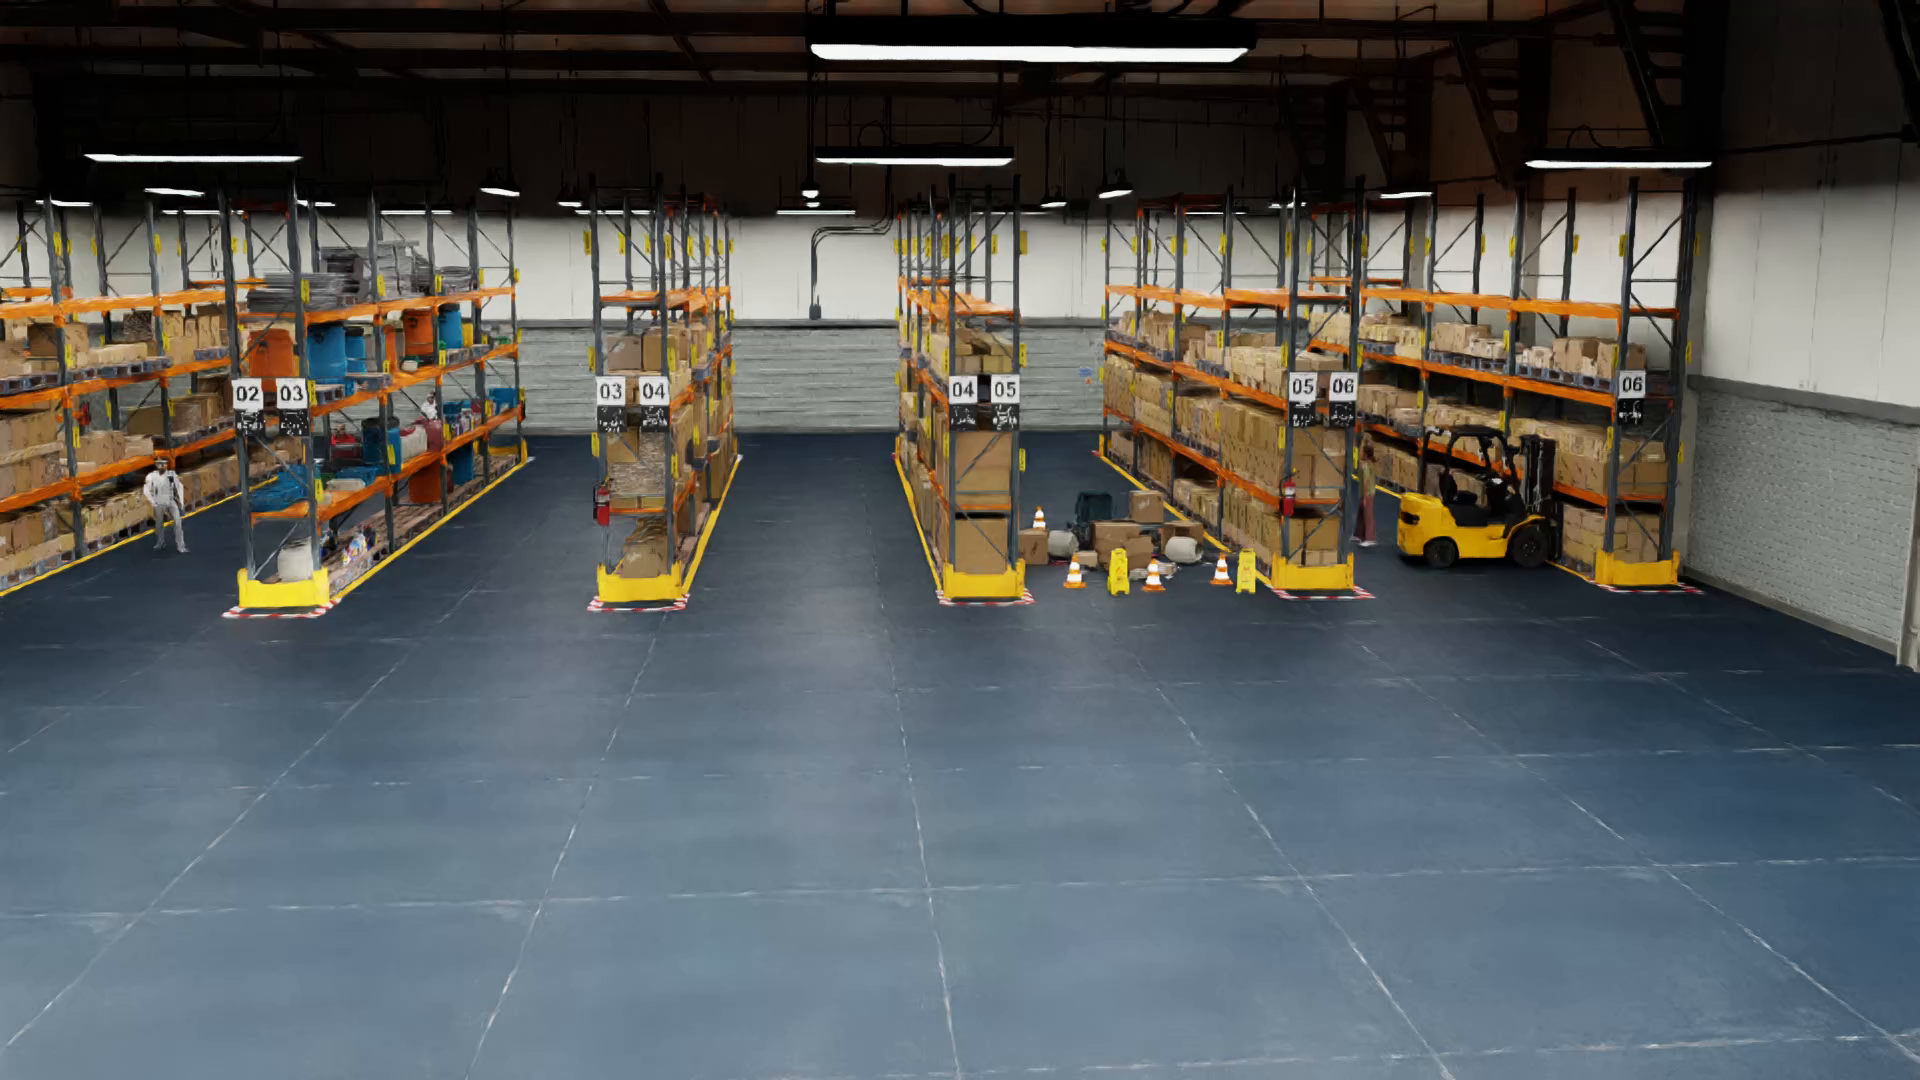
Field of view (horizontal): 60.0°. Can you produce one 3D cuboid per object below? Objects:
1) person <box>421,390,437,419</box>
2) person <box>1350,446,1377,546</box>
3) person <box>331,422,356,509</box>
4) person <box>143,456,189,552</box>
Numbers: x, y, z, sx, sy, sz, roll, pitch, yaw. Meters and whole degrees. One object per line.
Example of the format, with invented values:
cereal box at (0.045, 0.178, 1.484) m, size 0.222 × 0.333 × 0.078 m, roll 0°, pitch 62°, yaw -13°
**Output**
person at (-12.333, -2.673, 38.895) m, size 0.544 × 1.669 × 1.111 m, roll 0°, pitch 10°, yaw -2°
person at (6.827, -0.770, 28.187) m, size 0.589 × 1.664 × 0.625 m, roll 5°, pitch 11°, yaw 26°
person at (-11.917, -1.457, 32.123) m, size 0.542 × 1.645 × 1.126 m, roll 0°, pitch 10°, yaw -2°
person at (-13.135, -0.612, 27.481) m, size 0.621 × 1.604 × 0.794 m, roll -4°, pitch 11°, yaw -22°
